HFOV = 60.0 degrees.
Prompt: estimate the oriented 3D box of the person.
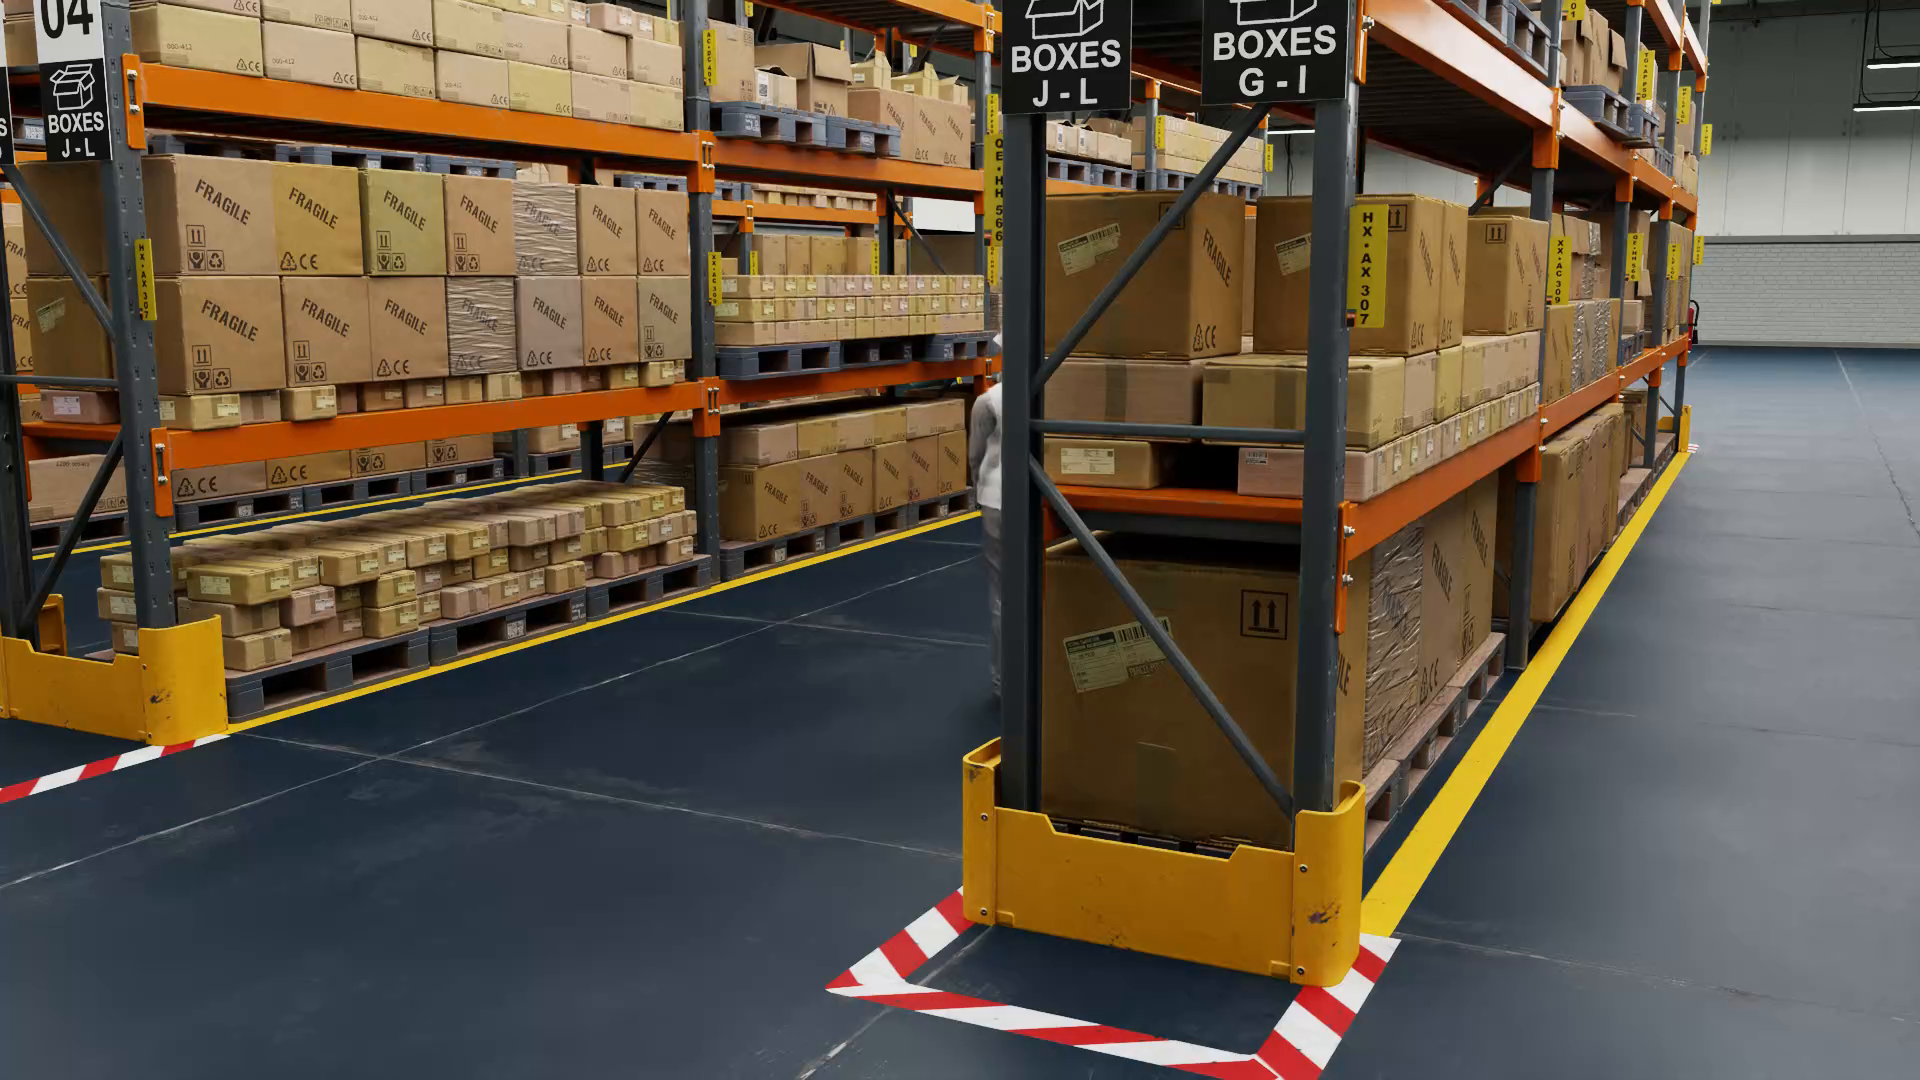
[{"bbox_3d":[0.318,-0.155,7.705,0.589,1.779,0.486,-2,9,-11],"label":"person"}]
